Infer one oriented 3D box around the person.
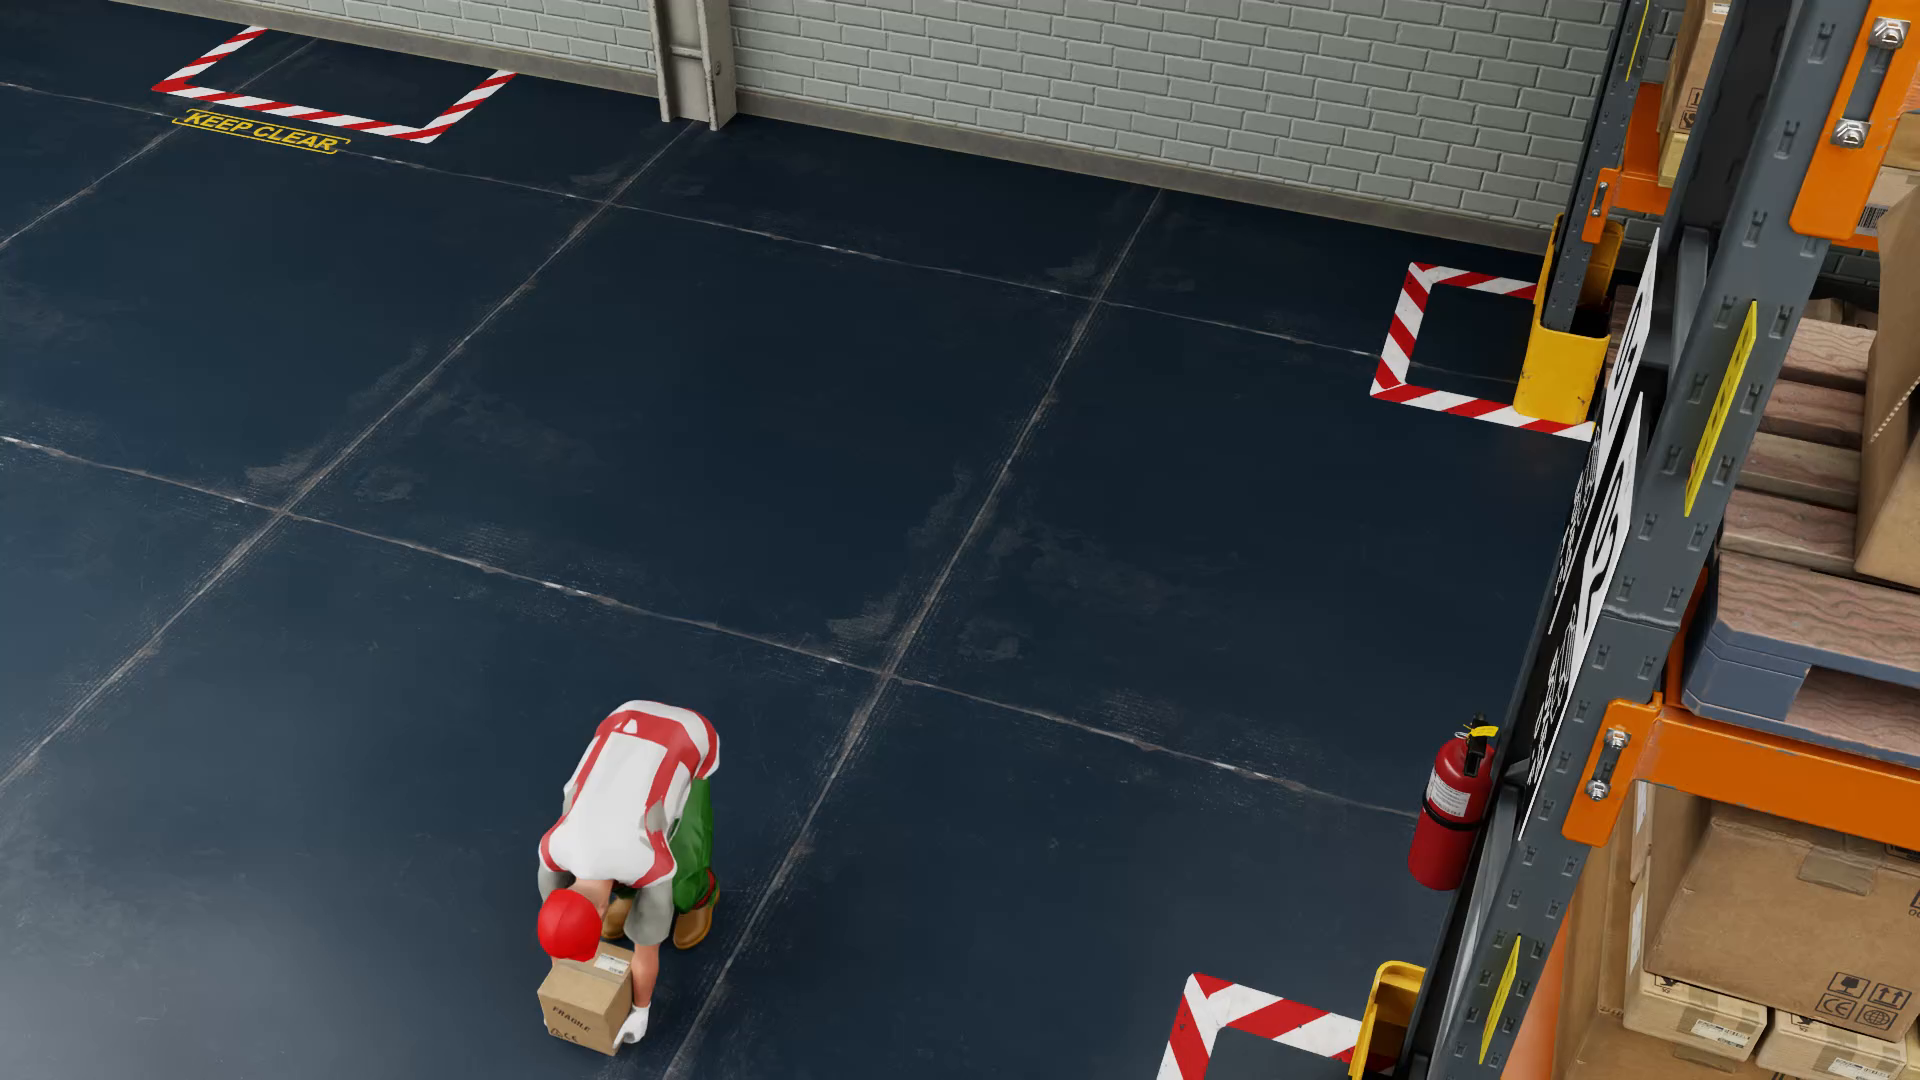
[{"bbox_3d":[-1.106,1.108,5.585,0.530,0.893,0.961,12,43,13],"label":"person"}]
